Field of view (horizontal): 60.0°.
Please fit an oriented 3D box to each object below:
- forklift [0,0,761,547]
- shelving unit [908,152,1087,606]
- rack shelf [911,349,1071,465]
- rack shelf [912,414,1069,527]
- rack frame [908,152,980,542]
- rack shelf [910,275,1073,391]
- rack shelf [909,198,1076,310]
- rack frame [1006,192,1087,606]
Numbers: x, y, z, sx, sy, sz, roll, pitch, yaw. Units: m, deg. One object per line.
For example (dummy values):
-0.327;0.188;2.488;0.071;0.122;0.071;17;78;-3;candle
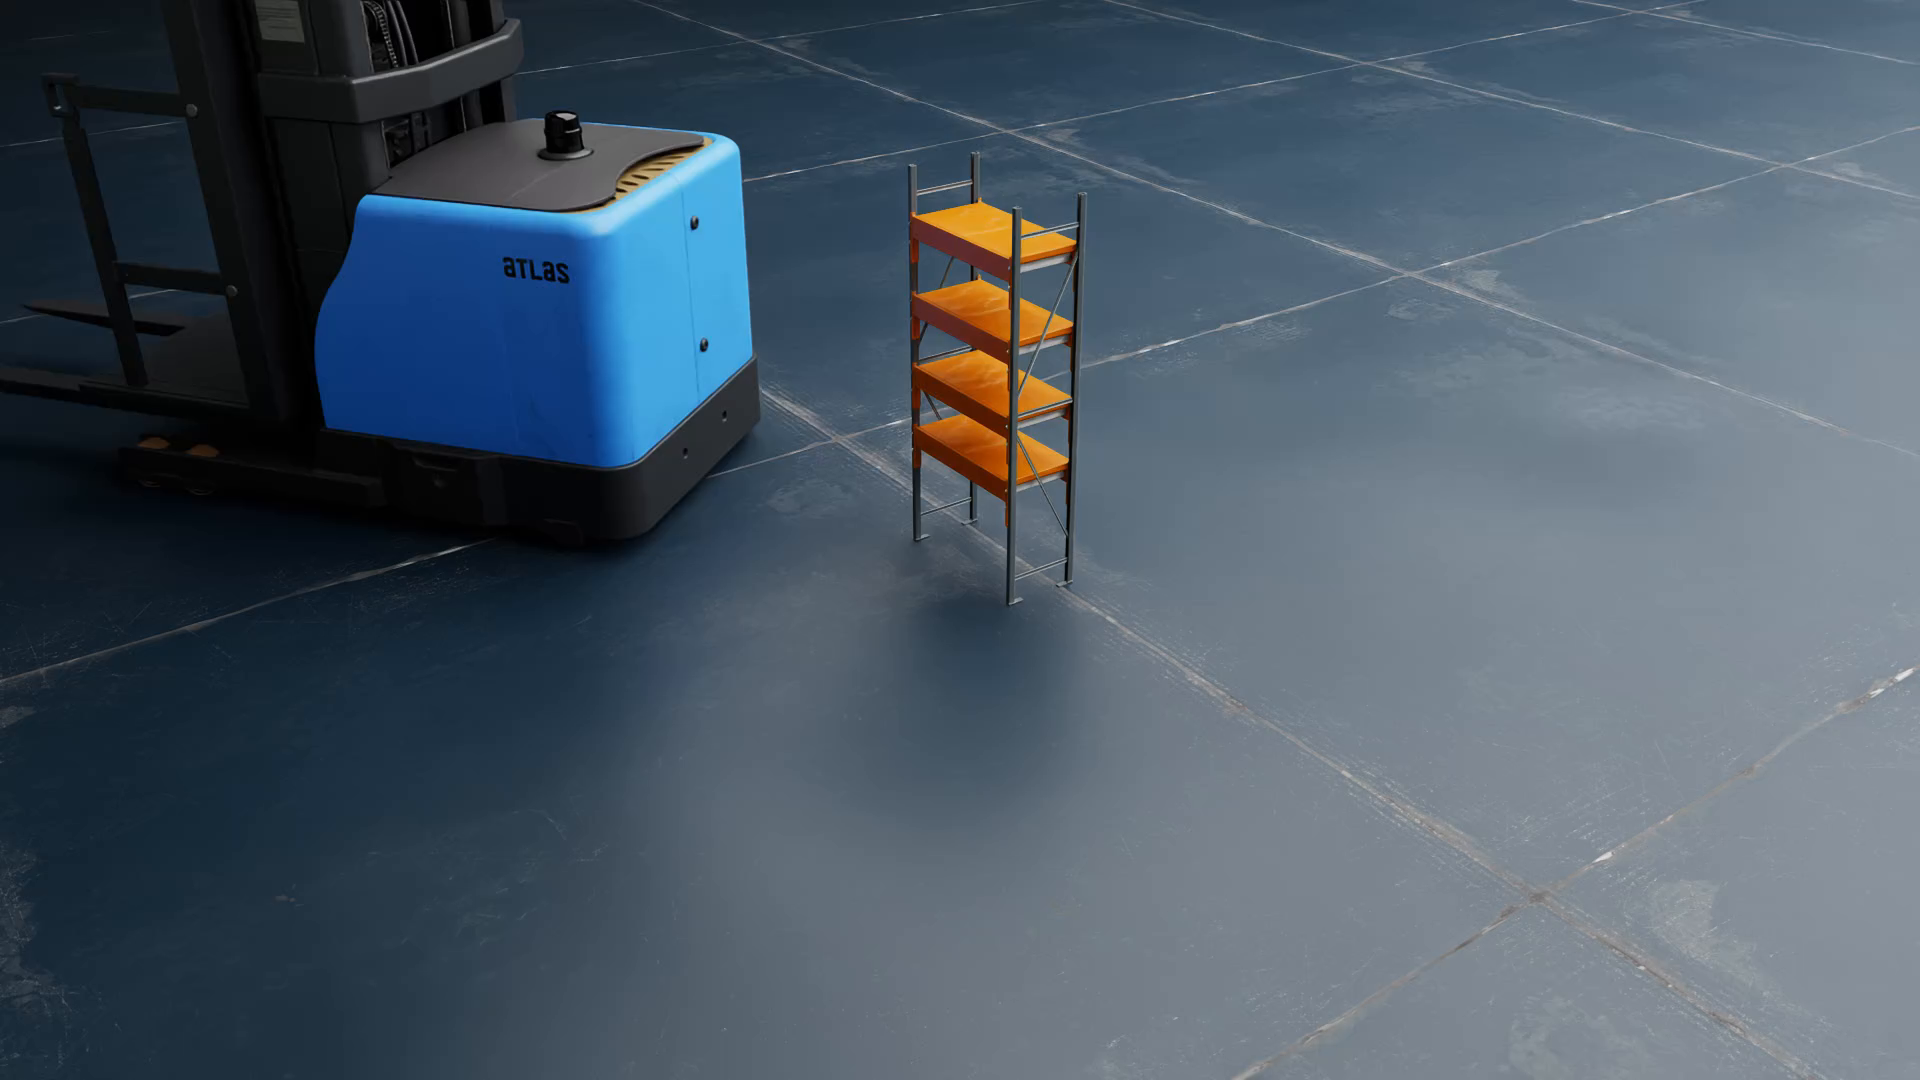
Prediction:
-2.281;-1.665;5.245;3.031;2.935;1.130;8;30;15;forklift
0.096;-0.463;4.845;0.258;1.200;0.503;-19;34;-31;shelving unit
0.096;-0.404;4.877;0.258;0.148;0.480;-19;34;-31;rack shelf
0.096;-0.229;4.972;0.258;0.148;0.480;-19;34;-31;rack shelf
-0.045;-0.558;5.020;0.240;1.200;0.015;-19;34;-31;rack frame
0.096;-0.600;4.771;0.258;0.148;0.480;-19;34;-31;rack shelf
0.096;-0.808;4.658;0.258;0.148;0.480;-19;34;-31;rack shelf
0.238;-0.368;4.670;0.240;1.200;0.015;-19;34;-31;rack frame
